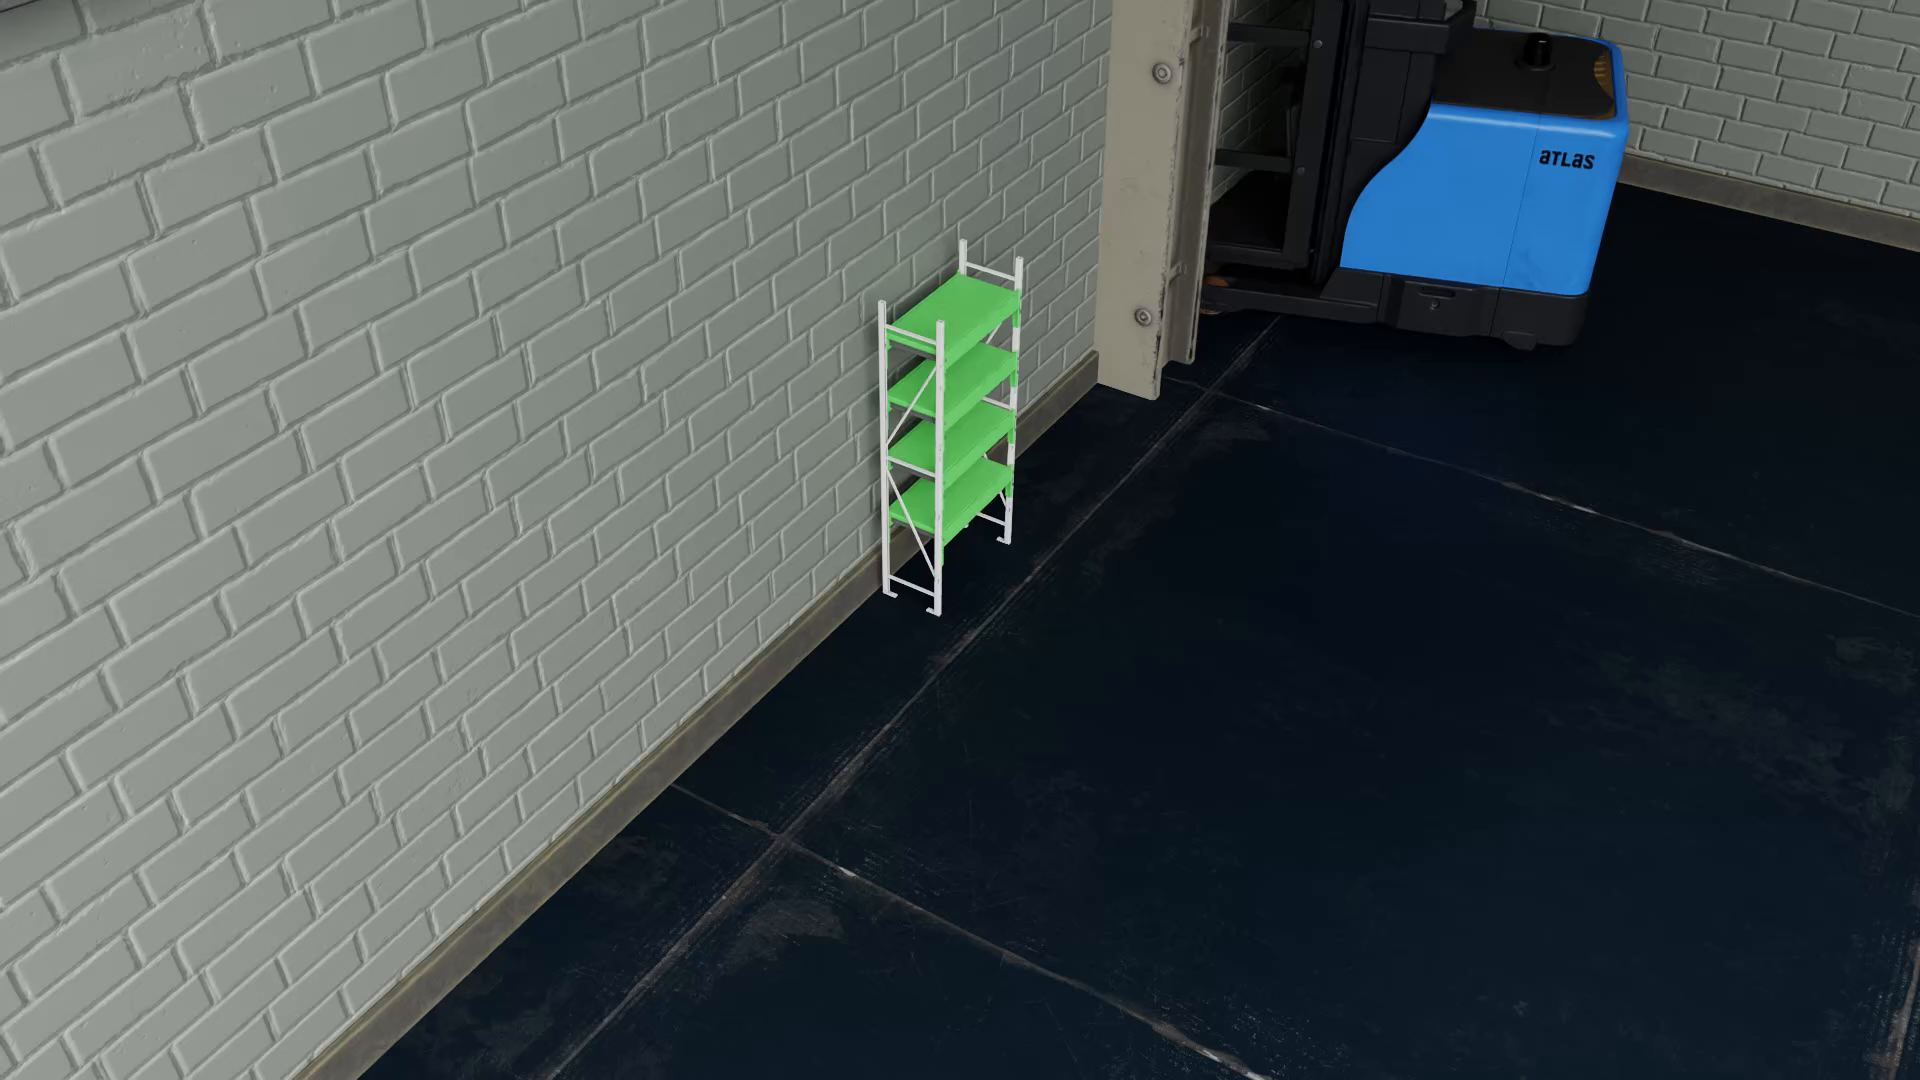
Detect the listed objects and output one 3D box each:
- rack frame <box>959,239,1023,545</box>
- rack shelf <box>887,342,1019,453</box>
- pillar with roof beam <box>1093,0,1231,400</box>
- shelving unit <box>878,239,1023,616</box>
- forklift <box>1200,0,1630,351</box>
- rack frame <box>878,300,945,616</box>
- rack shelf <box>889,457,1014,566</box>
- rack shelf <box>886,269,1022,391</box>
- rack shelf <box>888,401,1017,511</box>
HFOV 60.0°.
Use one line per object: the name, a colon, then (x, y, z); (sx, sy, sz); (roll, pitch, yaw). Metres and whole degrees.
rack frame: (0.094, -0.498, 5.909); (0.240, 1.200, 0.015); (22, 43, 24)
rack shelf: (-0.032, -0.510, 5.636); (0.258, 0.148, 0.480); (22, 43, 24)
pillar with roof beam: (4.428, -2.895, 2.635); (9.100, 9.000, 0.400); (21, 42, 25)
shelving unit: (-0.034, -0.371, 5.745); (0.258, 1.200, 0.503); (22, 43, 24)
forklift: (1.364, -2.487, 7.075); (3.031, 2.935, 1.130); (10, 39, 12)
rack frame: (-0.163, -0.245, 5.581); (0.240, 1.200, 0.015); (22, 43, 24)
rack shelf: (-0.039, -0.133, 5.933); (0.258, 0.148, 0.480); (22, 43, 24)
rack shelf: (-0.028, -0.698, 5.488); (0.258, 0.148, 0.480); (22, 43, 24)
rack shelf: (-0.035, -0.321, 5.784); (0.258, 0.148, 0.480); (22, 43, 24)
